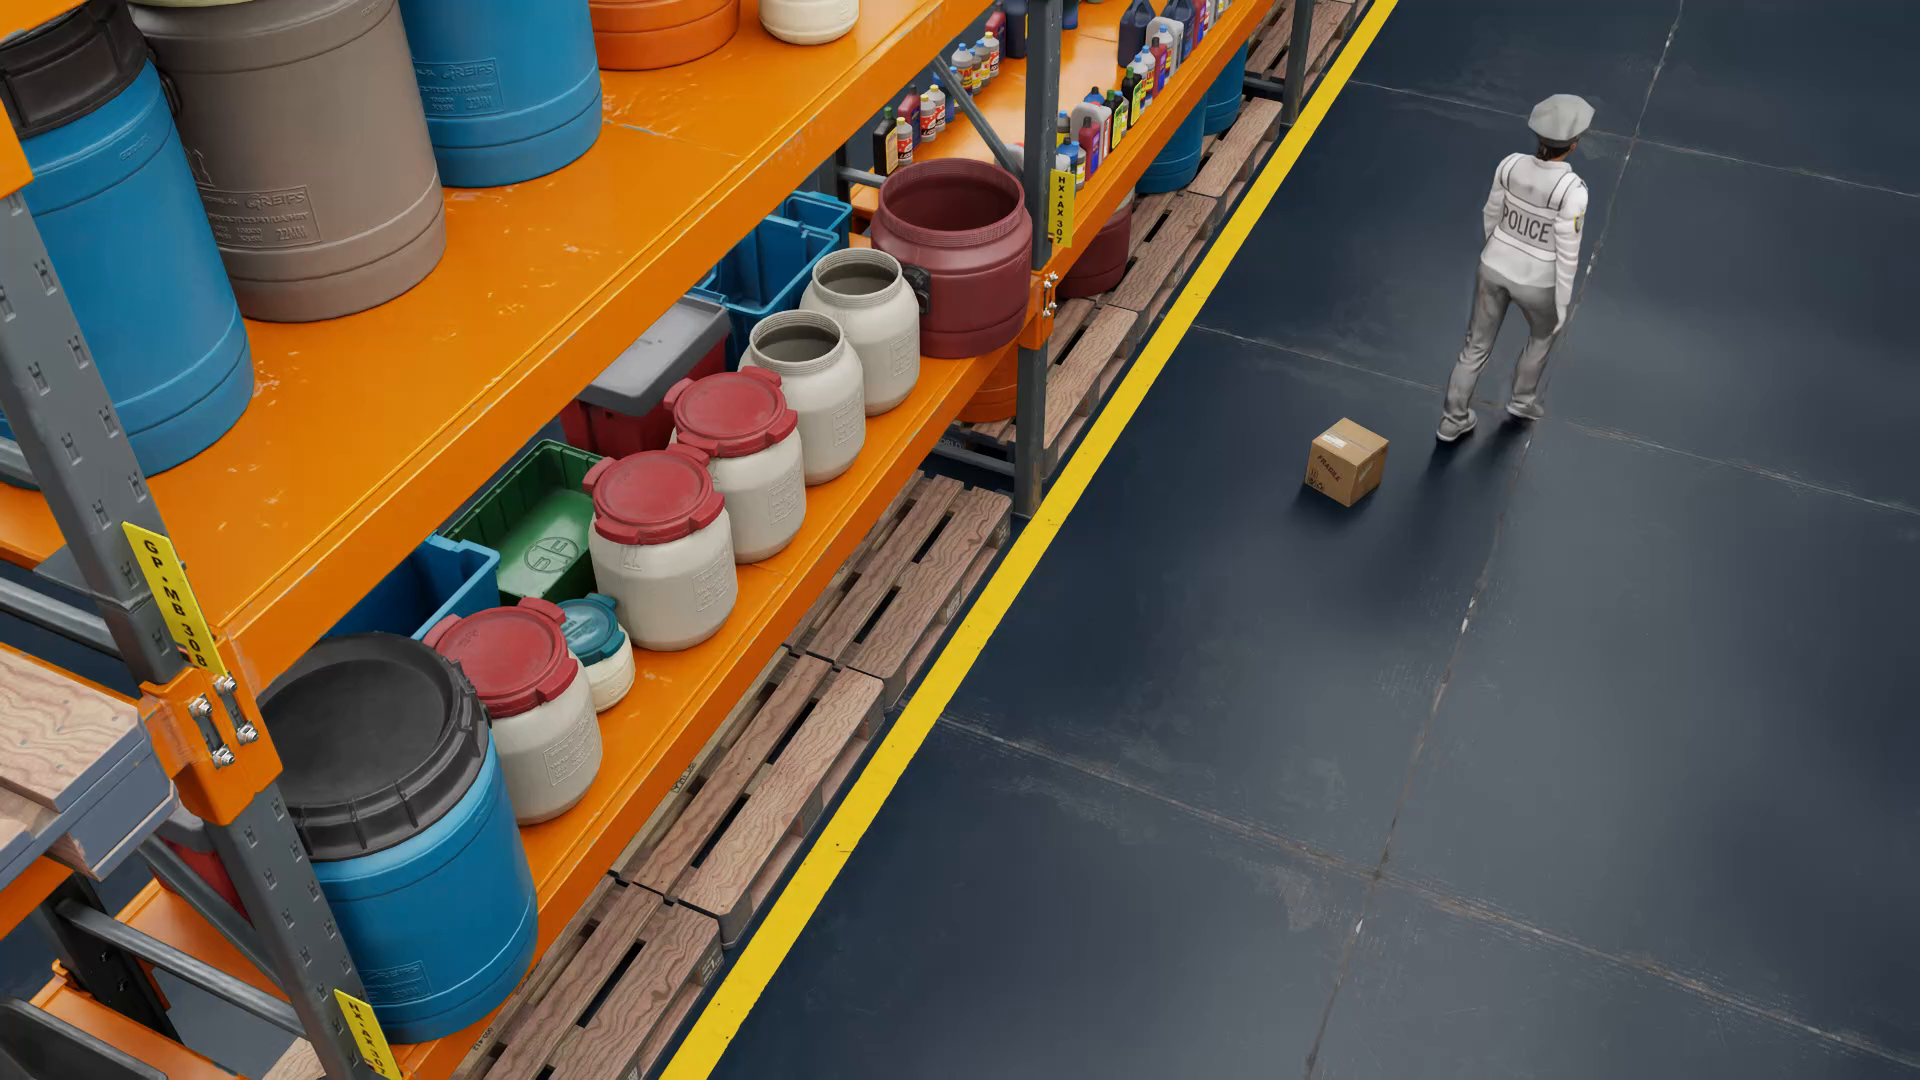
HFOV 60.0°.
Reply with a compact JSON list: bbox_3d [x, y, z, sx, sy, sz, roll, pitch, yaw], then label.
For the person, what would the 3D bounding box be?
[{"bbox_3d":[2.528,-1.168,7.456,0.649,1.741,0.540,-33,52,-31],"label":"person"}]
